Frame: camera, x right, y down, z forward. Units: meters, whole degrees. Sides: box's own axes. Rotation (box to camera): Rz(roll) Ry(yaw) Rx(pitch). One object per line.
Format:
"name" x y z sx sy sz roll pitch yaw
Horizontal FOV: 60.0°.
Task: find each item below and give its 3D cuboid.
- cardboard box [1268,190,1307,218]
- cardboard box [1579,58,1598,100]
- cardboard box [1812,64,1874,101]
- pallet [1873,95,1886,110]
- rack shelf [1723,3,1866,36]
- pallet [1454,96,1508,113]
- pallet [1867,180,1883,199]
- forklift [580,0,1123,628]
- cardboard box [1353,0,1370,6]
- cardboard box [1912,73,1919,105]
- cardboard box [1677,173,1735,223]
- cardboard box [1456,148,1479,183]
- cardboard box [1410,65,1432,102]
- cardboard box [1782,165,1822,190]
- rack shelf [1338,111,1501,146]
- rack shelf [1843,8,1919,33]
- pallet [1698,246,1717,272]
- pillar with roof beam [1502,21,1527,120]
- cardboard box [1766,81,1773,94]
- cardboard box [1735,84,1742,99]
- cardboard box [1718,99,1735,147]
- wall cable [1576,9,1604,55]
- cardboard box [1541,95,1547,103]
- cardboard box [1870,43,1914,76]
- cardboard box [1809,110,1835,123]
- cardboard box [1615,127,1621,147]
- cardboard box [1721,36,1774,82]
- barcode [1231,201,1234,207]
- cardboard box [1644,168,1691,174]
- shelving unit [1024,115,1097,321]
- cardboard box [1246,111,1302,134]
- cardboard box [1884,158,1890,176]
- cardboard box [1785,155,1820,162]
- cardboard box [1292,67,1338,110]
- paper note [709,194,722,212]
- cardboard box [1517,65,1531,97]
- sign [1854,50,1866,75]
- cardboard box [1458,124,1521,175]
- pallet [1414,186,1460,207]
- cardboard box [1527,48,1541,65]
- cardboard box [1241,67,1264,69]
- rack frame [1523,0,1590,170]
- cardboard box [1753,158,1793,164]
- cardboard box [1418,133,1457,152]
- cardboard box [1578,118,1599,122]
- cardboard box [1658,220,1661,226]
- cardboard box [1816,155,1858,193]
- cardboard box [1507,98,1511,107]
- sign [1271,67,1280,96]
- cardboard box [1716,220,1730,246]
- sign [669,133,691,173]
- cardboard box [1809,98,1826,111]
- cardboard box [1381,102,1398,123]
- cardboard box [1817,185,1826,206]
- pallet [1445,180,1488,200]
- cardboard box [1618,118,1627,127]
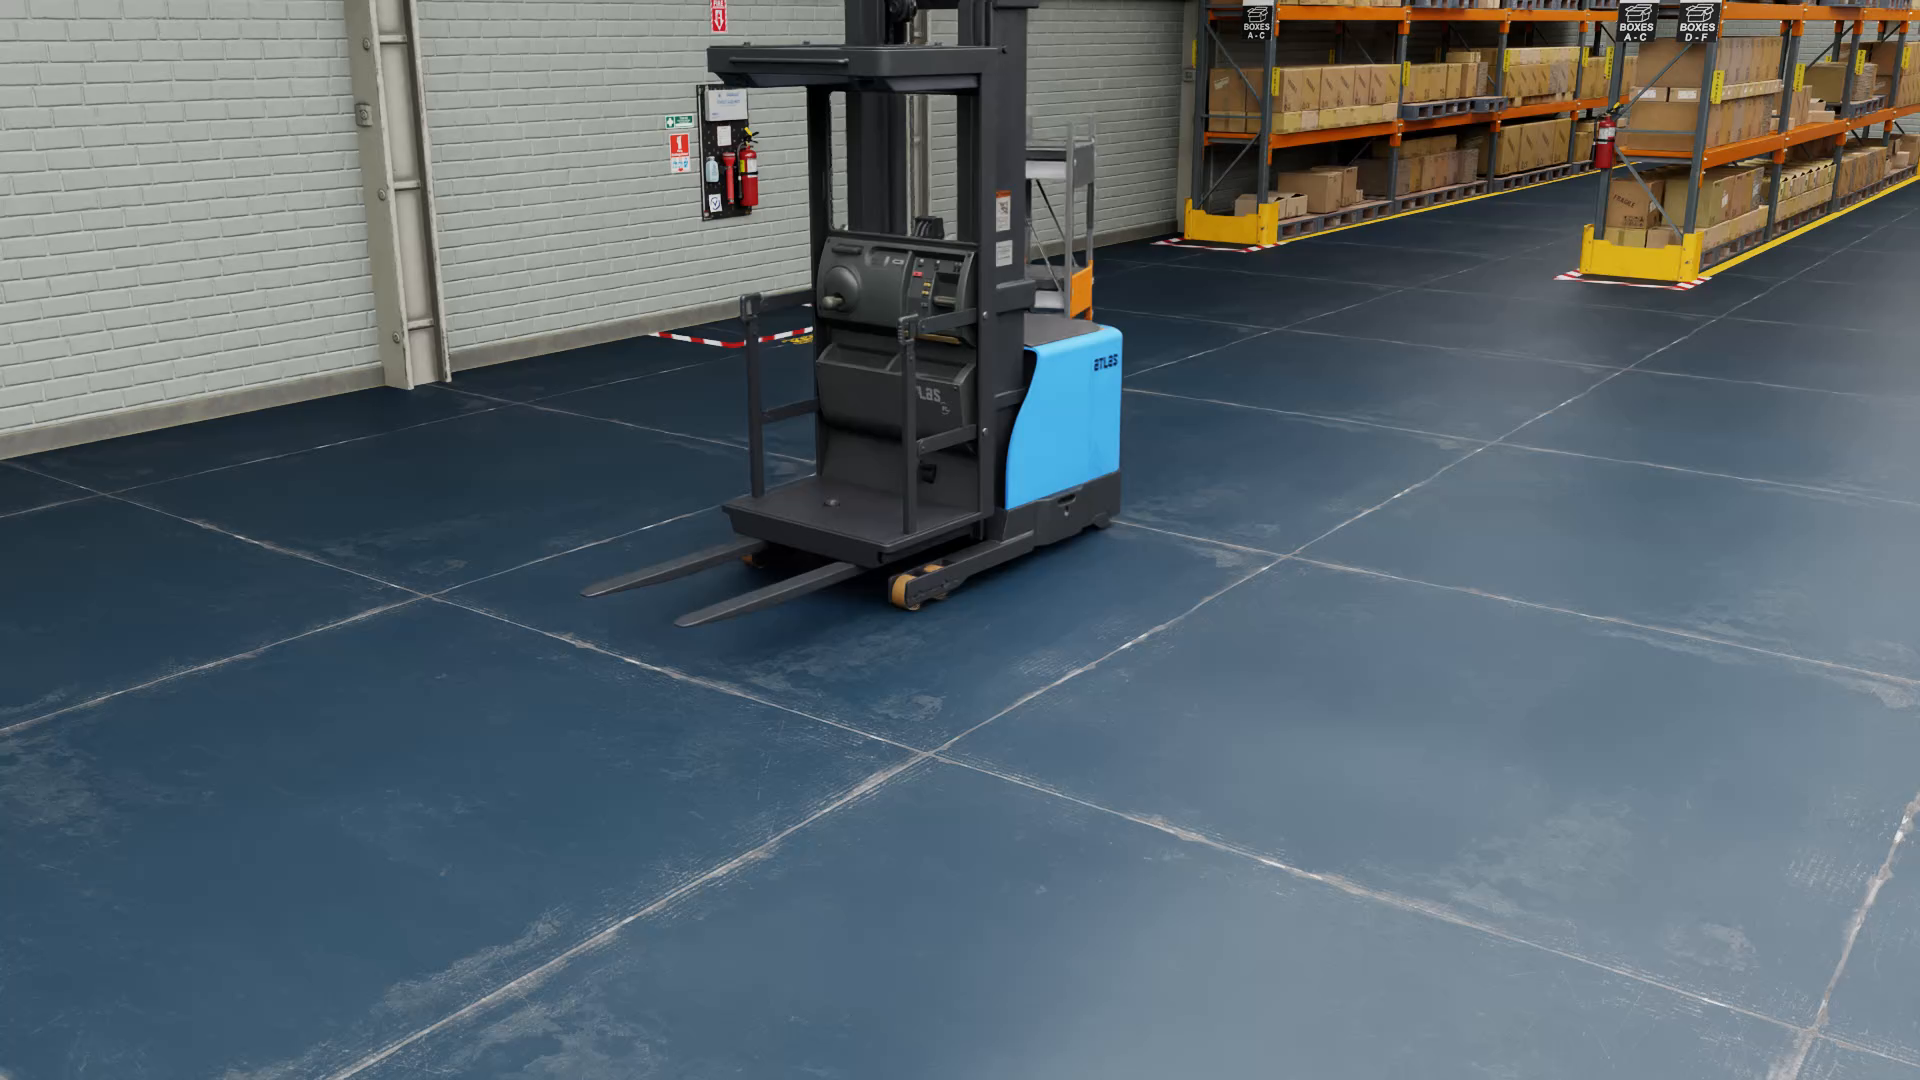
"cardboard box" 4.153 -4.370 21.550 0.500 0.311 0.500 15 22 39
"cardboard box" 10.815 -8.287 29.865 0.980 0.700 0.700 13 21 36
"cardboard box" 13.059 -6.792 24.682 0.500 0.500 0.700 -15 23 -40
"pallet" 13.896 -6.880 26.165 1.003 0.211 1.213 12 21 35
"rack shelf" 10.885 -6.803 21.747 1.077 0.370 4.000 12 21 35
"pallet" 7.757 -6.784 25.856 1.213 0.211 1.003 12 21 35
"pallet" 14.005 -5.611 26.455 1.003 0.211 1.213 12 21 35
"forklift" -0.448 -1.241 7.796 1.130 2.935 3.031 13 22 37
"cardboard box" 4.999 -7.181 21.549 0.500 0.500 0.500 11 21 33
"cardboard box" 15.886 -7.626 28.076 0.500 0.500 0.500 12 21 34
"cardboard box" 8.392 -3.859 18.778 0.500 0.500 0.500 12 21 35
"cardboard box" 7.709 -5.900 26.159 0.700 0.500 0.500 13 21 35
"cardboard box" 6.382 -6.617 24.083 0.700 0.500 0.500 15 23 40
"cardboard box" 11.354 -4.932 22.552 0.500 0.311 0.500 12 21 34
"rack shelf" 6.904 -6.245 25.008 1.077 0.370 4.000 12 21 35
"rack shelf" 15.651 -8.708 27.883 1.077 0.370 4.000 12 21 35
"pallet" 7.732 -3.143 18.507 1.003 0.211 1.213 12 21 35
"pillar with roof beam" 13.659 -10.441 27.193 9.100 9.000 0.400 12 21 35
"cardboard box" 9.400 -5.371 19.719 0.380 0.149 0.250 12 21 33
"cardboard box" 8.482 -5.005 18.540 0.380 0.149 0.250 12 21 34
"cardboard box" 8.207 -4.685 18.602 0.700 0.500 0.500 13 21 35
"wall cable" 12.866 -9.927 33.941 0.084 1.984 1.851 12 21 35
"cardboard box" 9.713 -7.481 28.168 0.380 0.149 0.250 12 21 33
"cardboard box" 14.966 -7.731 26.725 0.500 0.500 0.500 13 22 36
"cardboard box" 11.762 -5.807 22.809 0.380 0.149 0.250 12 21 35
"cardboard box" 12.227 -7.673 31.902 0.700 0.500 0.500 12 21 35
"cardboard box" 9.133 -5.677 19.612 0.700 0.500 0.500 12 21 35
"barcode" 3.503 -4.313 21.352 0.001 0.075 0.075 12 21 35
"cardboard box" 8.273 -4.070 19.456 0.500 0.500 0.500 12 21 35
"shelving unit" 0.492 -1.319 9.449 0.431 2.100 0.503 5 18 17
"cardboard box" 3.875 -5.157 20.512 0.500 0.250 0.500 12 21 33
"cardboard box" 14.883 -6.131 27.219 0.500 0.311 0.500 12 21 35
"cardboard box" 12.445 -5.471 24.776 0.500 0.500 0.500 13 22 37
"cardboard box" 4.470 -5.754 21.169 0.500 0.500 0.500 12 21 33
"paper note" -2.188 -3.017 14.887 0.016 0.148 0.142 12 21 35
"cardboard box" 8.910 -7.457 26.997 0.500 0.500 0.500 13 22 36
"sign" 12.524 -6.646 23.134 0.100 0.325 0.005 12 21 35
"cardboard box" 8.639 -6.390 27.181 0.750 0.750 0.750 12 21 34
"pallet" 6.901 -5.258 25.318 1.003 0.211 1.213 12 21 35
"cardboard box" 9.188 -7.933 27.262 0.500 0.250 0.500 13 21 35
"cardboard box" 3.747 -5.723 21.070 0.500 0.500 0.500 13 21 35
"rack frame" 10.479 -8.017 29.503 1.000 3.000 0.127 12 21 35
"cardboard box" 11.528 -5.272 23.647 0.500 0.311 0.500 13 22 37
"cardboard box" 7.319 -6.134 25.646 0.500 0.250 0.500 13 21 36
"cardboard box" 11.989 -7.987 31.818 0.380 0.149 0.250 13 21 35
"cardboard box" 7.680 -3.473 18.799 0.500 0.250 0.500 12 21 35
"cardboard box" 12.884 -5.390 24.516 0.500 0.500 0.500 12 21 33
"cardboard box" 8.635 -7.050 26.778 0.380 0.149 0.250 13 21 35
"sign" 3.765 -5.477 19.862 0.100 0.325 0.005 12 21 35
"cardboard box" 8.401 -3.499 18.882 0.500 0.250 0.500 12 21 35
"sign" -2.439 -3.371 14.482 0.001 0.329 0.234 12 21 35
"cardboard box" 11.824 -6.069 23.378 0.500 0.311 0.500 14 22 38
"cardboard box" 5.673 -5.883 22.851 0.500 0.250 0.500 12 21 35
"cardboard box" 11.654 -4.786 23.025 0.500 0.250 0.500 12 21 34
"pallet" 7.629 -5.547 26.250 1.003 0.211 1.213 12 21 35
"cardboard box" 12.595 -8.039 31.987 0.380 0.149 0.250 12 21 34
